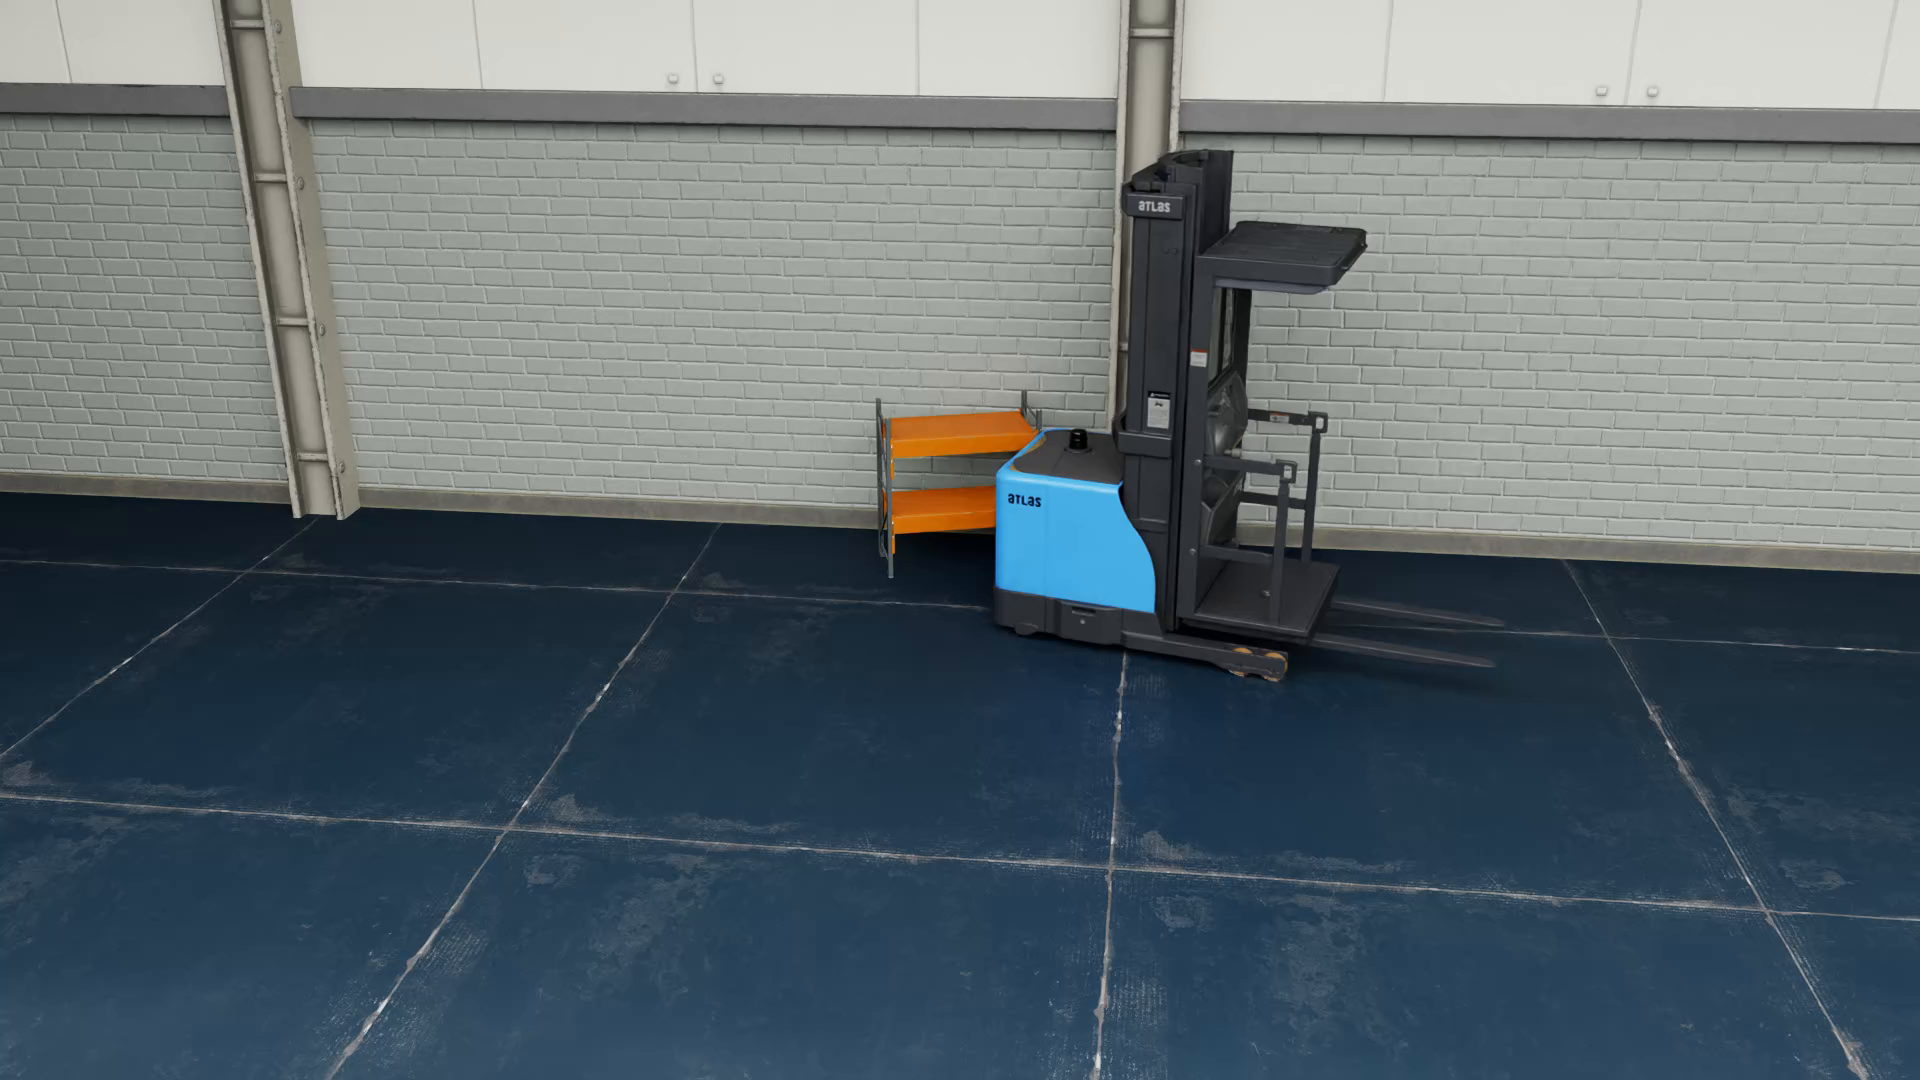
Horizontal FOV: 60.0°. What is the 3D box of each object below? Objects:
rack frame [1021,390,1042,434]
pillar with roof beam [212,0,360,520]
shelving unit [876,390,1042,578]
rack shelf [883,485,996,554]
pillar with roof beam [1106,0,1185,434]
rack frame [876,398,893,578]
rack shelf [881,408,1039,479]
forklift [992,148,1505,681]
[{"bbox_3d":[0.486,-0.425,11.484,0.032,1.125,0.500,-4,22,-10],"label":"rack frame"},{"bbox_3d":[-5.251,-2.828,6.852,0.400,9.000,9.100,2,22,6],"label":"pillar with roof beam"},{"bbox_3d":[-0.014,-0.390,11.397,1.048,1.125,0.538,-4,22,-10],"label":"shelving unit"},{"bbox_3d":[-0.014,-0.163,11.487,1.000,0.278,0.538,-4,22,-10],"label":"rack shelf"},{"bbox_3d":[0.707,-2.568,6.196,0.400,9.000,9.100,2,22,6],"label":"pillar with roof beam"},{"bbox_3d":[-0.514,-0.356,11.309,0.032,1.125,0.500,-4,22,-10],"label":"rack frame"},{"bbox_3d":[-0.014,-0.662,11.289,1.000,0.278,0.538,-4,22,-10],"label":"rack shelf"},{"bbox_3d":[1.773,-0.749,9.848,3.031,2.935,1.130,8,23,20],"label":"forklift"}]
